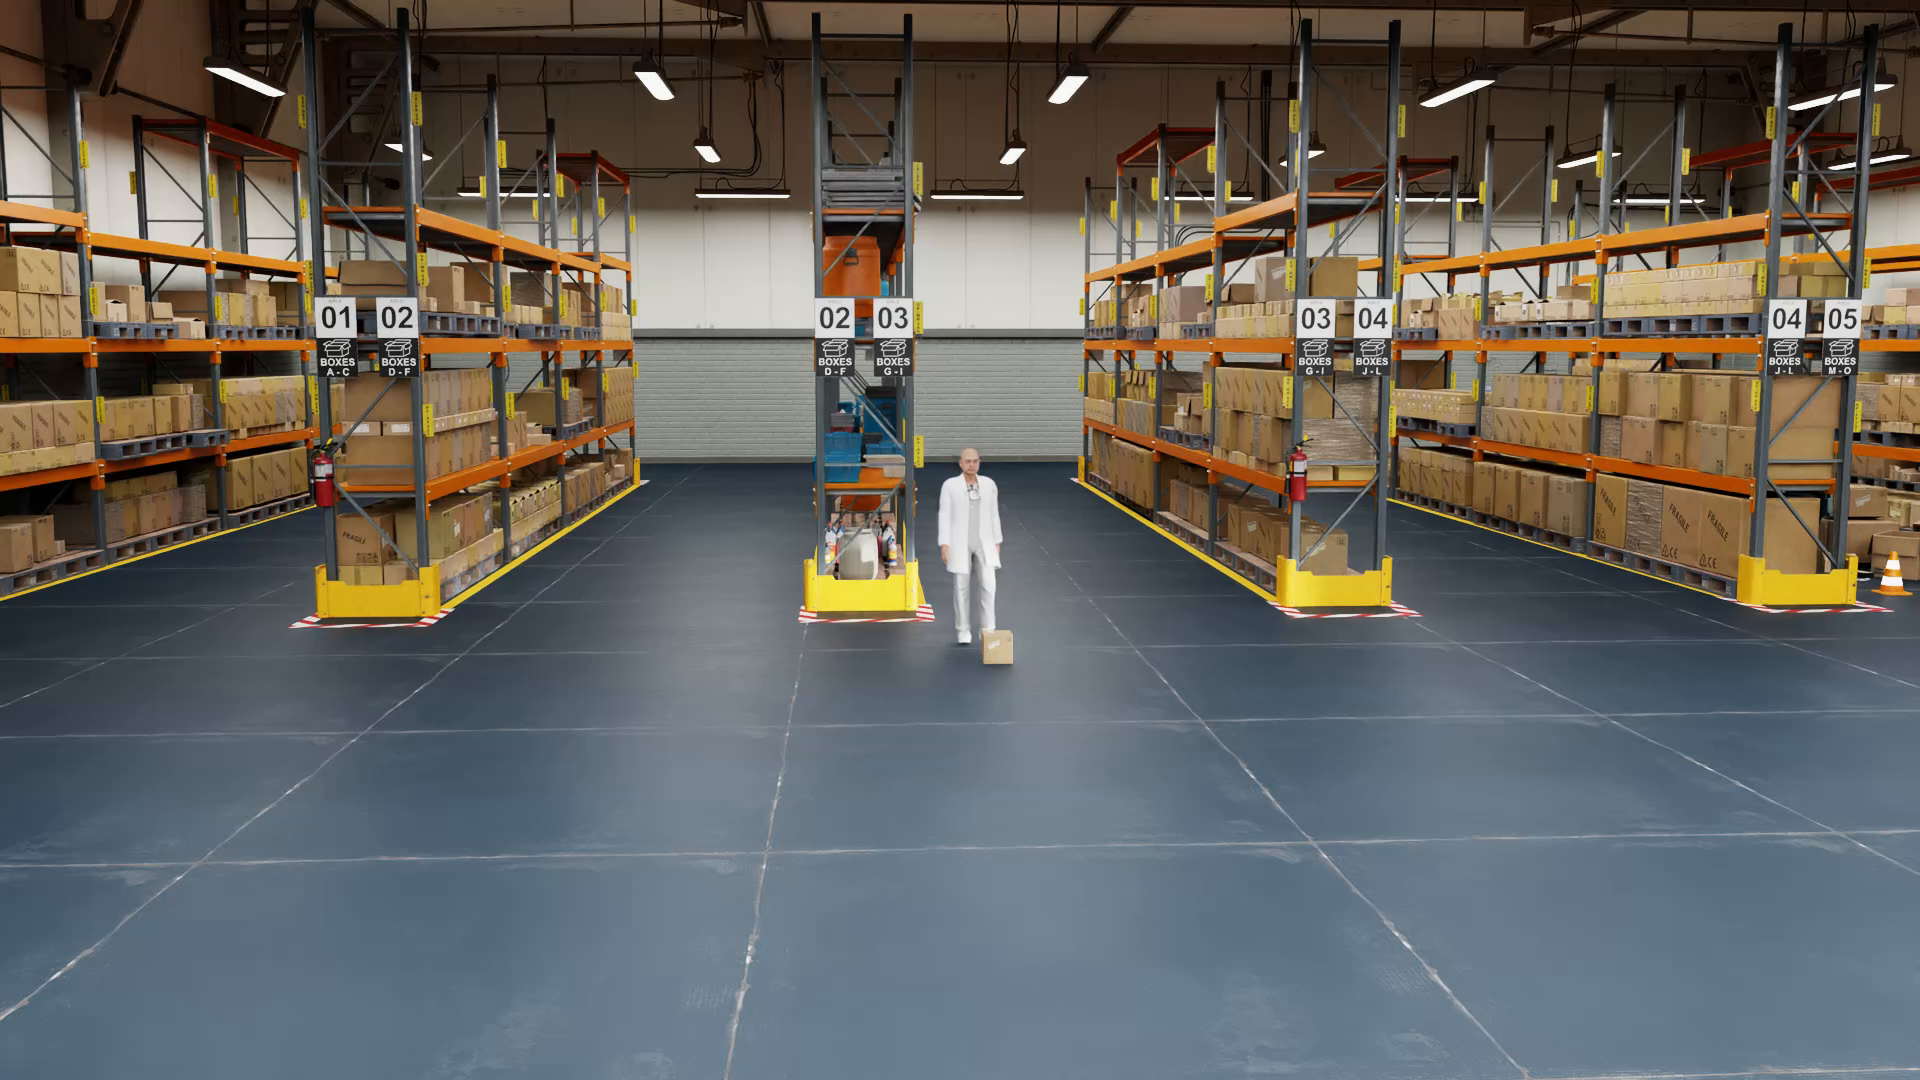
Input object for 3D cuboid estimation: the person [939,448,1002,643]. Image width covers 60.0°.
[{"bbox_3d":[0.116,0.097,15.132,0.613,1.848,0.592,-1,7,-9],"label":"person"}]
